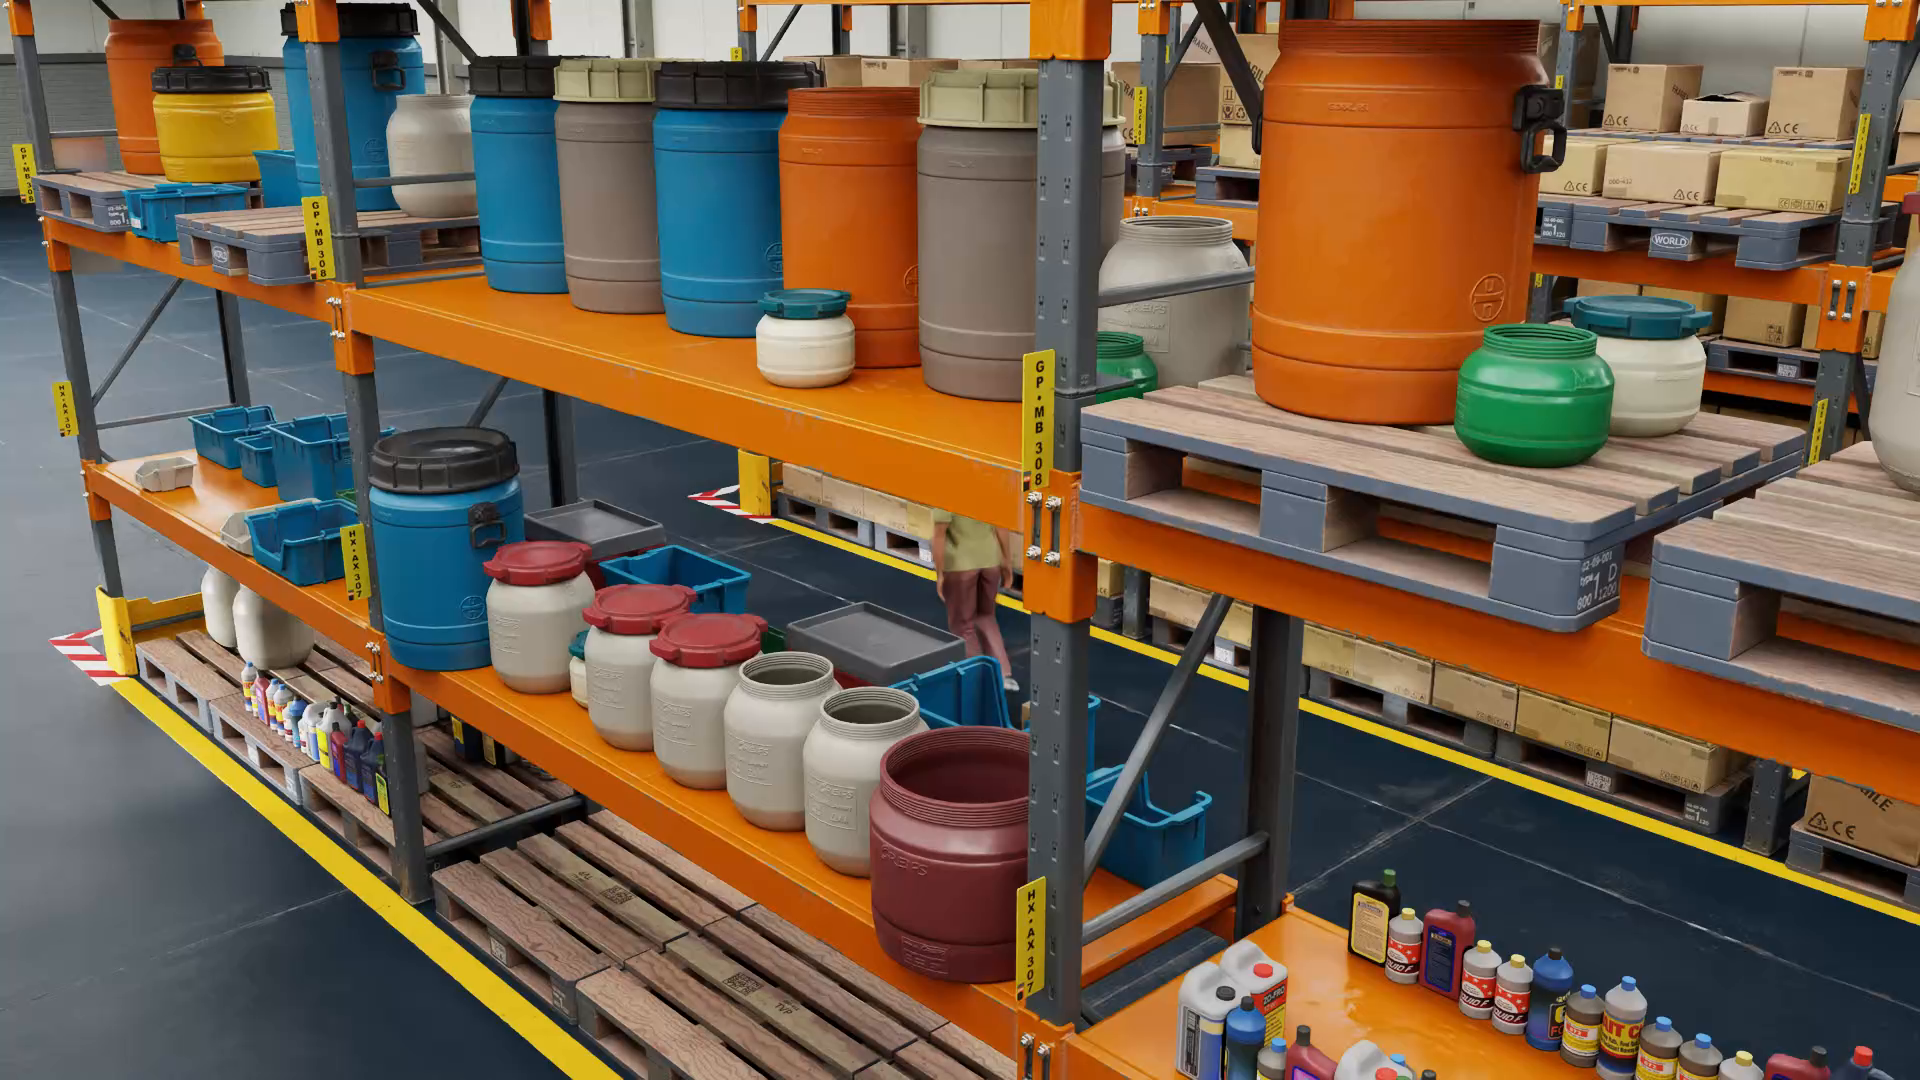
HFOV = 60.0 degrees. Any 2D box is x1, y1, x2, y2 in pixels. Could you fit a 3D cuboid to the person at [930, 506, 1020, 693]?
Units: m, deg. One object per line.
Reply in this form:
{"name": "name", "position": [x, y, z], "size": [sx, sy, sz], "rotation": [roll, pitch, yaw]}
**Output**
{"name": "person", "position": [0.085, 0.192, 9.417], "size": [0.513, 1.661, 0.479], "rotation": [-9, 19, -26]}
